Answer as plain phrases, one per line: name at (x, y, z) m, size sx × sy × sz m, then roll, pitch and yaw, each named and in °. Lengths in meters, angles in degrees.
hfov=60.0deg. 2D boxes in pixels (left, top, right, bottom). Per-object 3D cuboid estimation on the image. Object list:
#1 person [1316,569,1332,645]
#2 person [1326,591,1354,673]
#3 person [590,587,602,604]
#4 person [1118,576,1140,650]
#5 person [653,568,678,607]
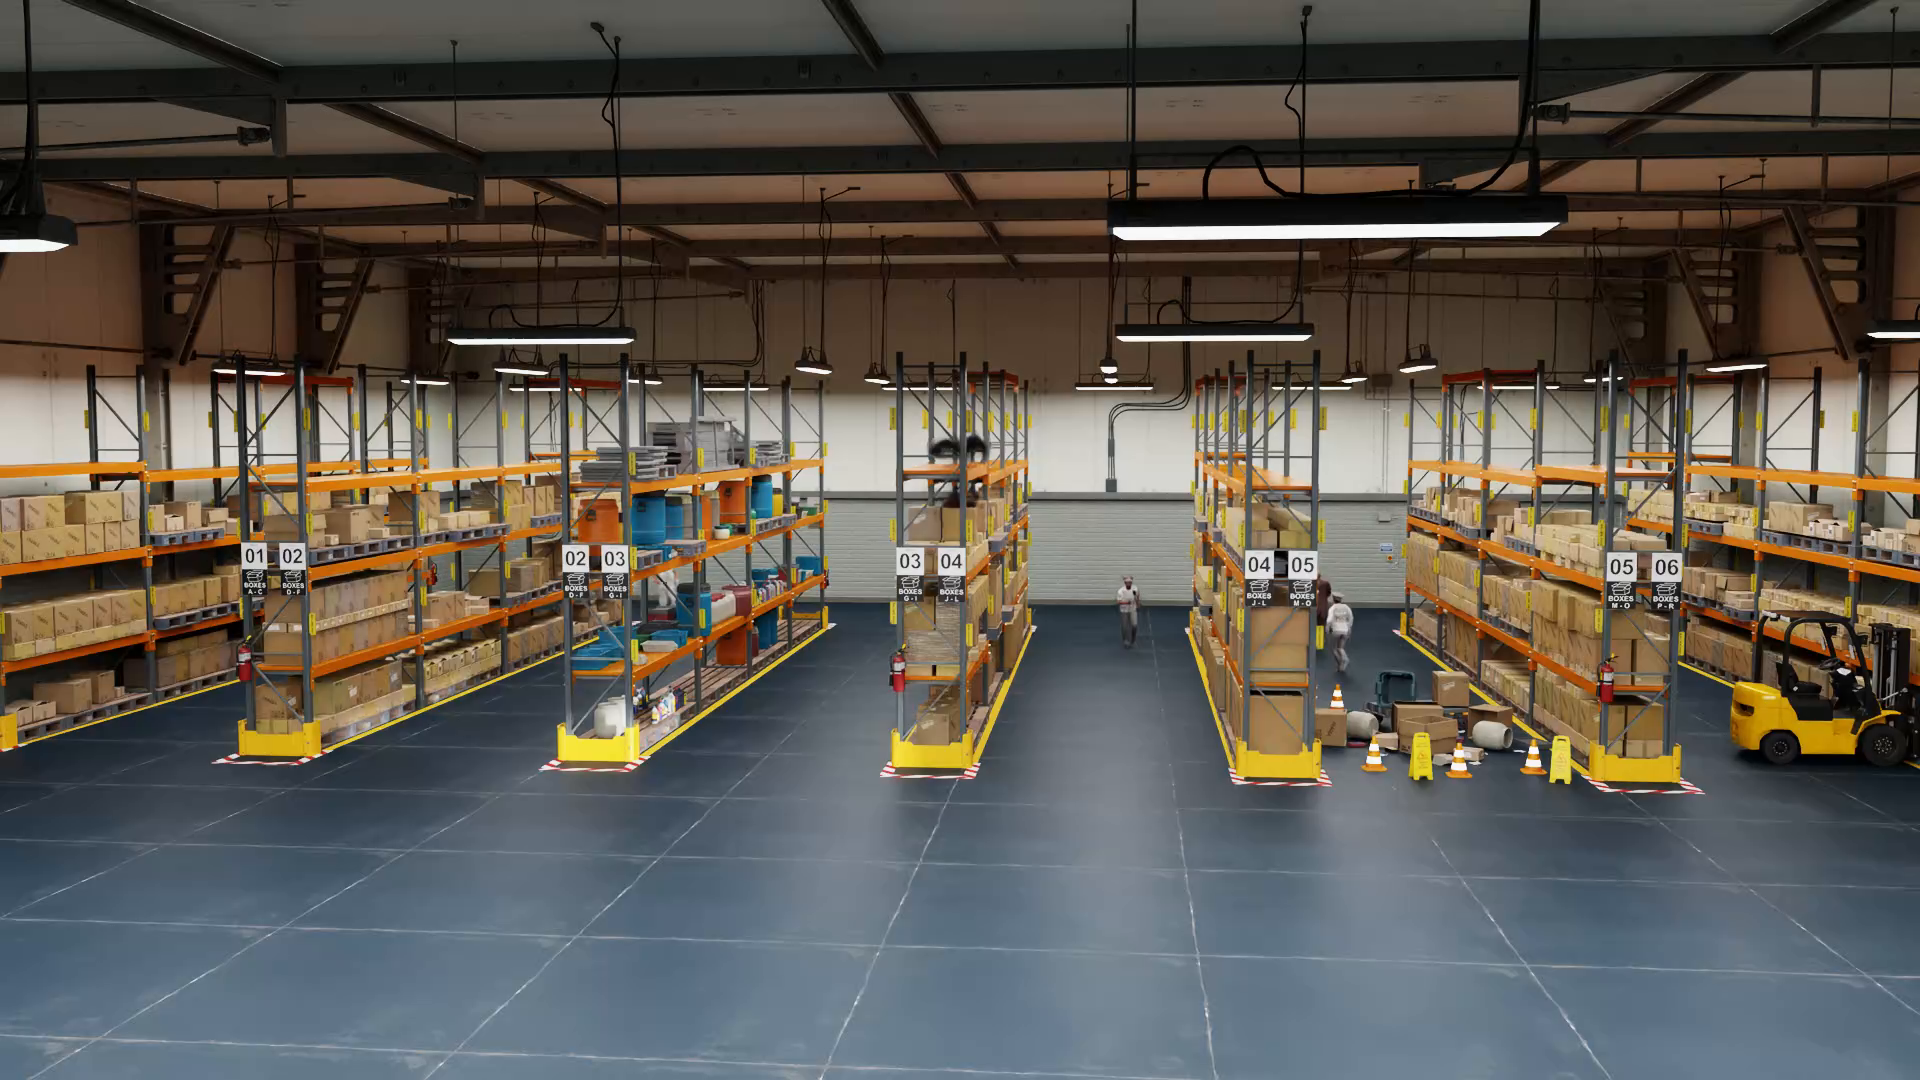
person at (7.935, 1.531, 36.497) m, size 0.657 × 1.767 × 0.909 m, roll -1°, pitch 4°, yaw -11°
person at (7.565, 1.848, 33.022) m, size 0.617 × 1.630 × 0.564 m, roll -1°, pitch 4°, yaw -13°
person at (-9.196, 1.180, 42.116) m, size 0.721 × 1.717 × 0.696 m, roll -1°, pitch 4°, yaw -16°
person at (3.717, 1.585, 36.677) m, size 0.507 × 1.635 × 0.913 m, roll 0°, pitch 4°, yaw 1°
person at (-7.157, 1.241, 40.514) m, size 0.661 × 1.814 × 0.736 m, roll -2°, pitch 4°, yaw -21°
